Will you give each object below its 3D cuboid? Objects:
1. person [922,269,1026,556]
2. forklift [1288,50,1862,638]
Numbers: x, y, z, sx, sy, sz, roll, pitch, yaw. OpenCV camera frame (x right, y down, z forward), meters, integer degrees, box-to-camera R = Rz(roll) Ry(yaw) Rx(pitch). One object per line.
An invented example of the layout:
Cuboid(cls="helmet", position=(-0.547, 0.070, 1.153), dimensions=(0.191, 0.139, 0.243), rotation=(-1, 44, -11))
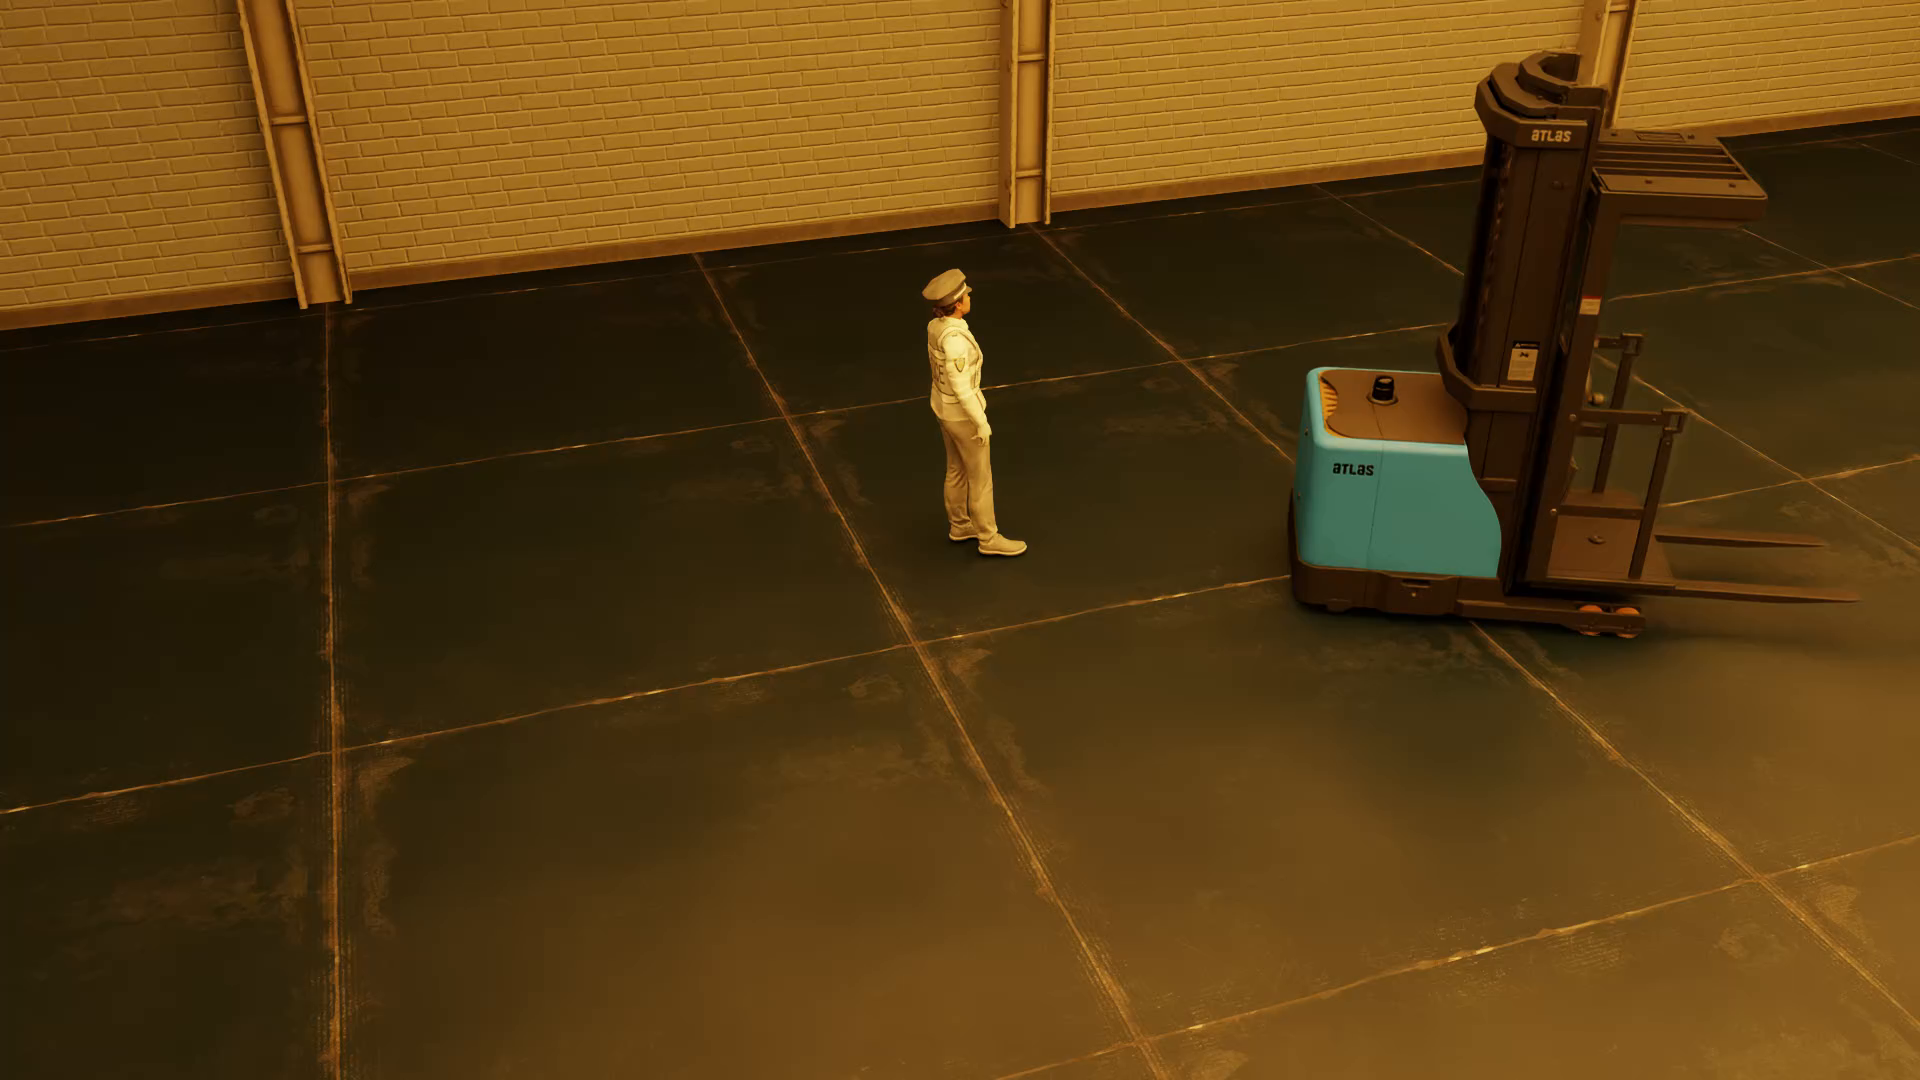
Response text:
Cuboid(cls="person", position=(0.068, -0.748, 9.613), dimensions=(0.530, 1.694, 0.586), rotation=(-10, 31, -16))
Cuboid(cls="forklift", position=(3.432, -1.016, 8.854), dimensions=(3.031, 2.935, 1.130), rotation=(4, 30, 7))
